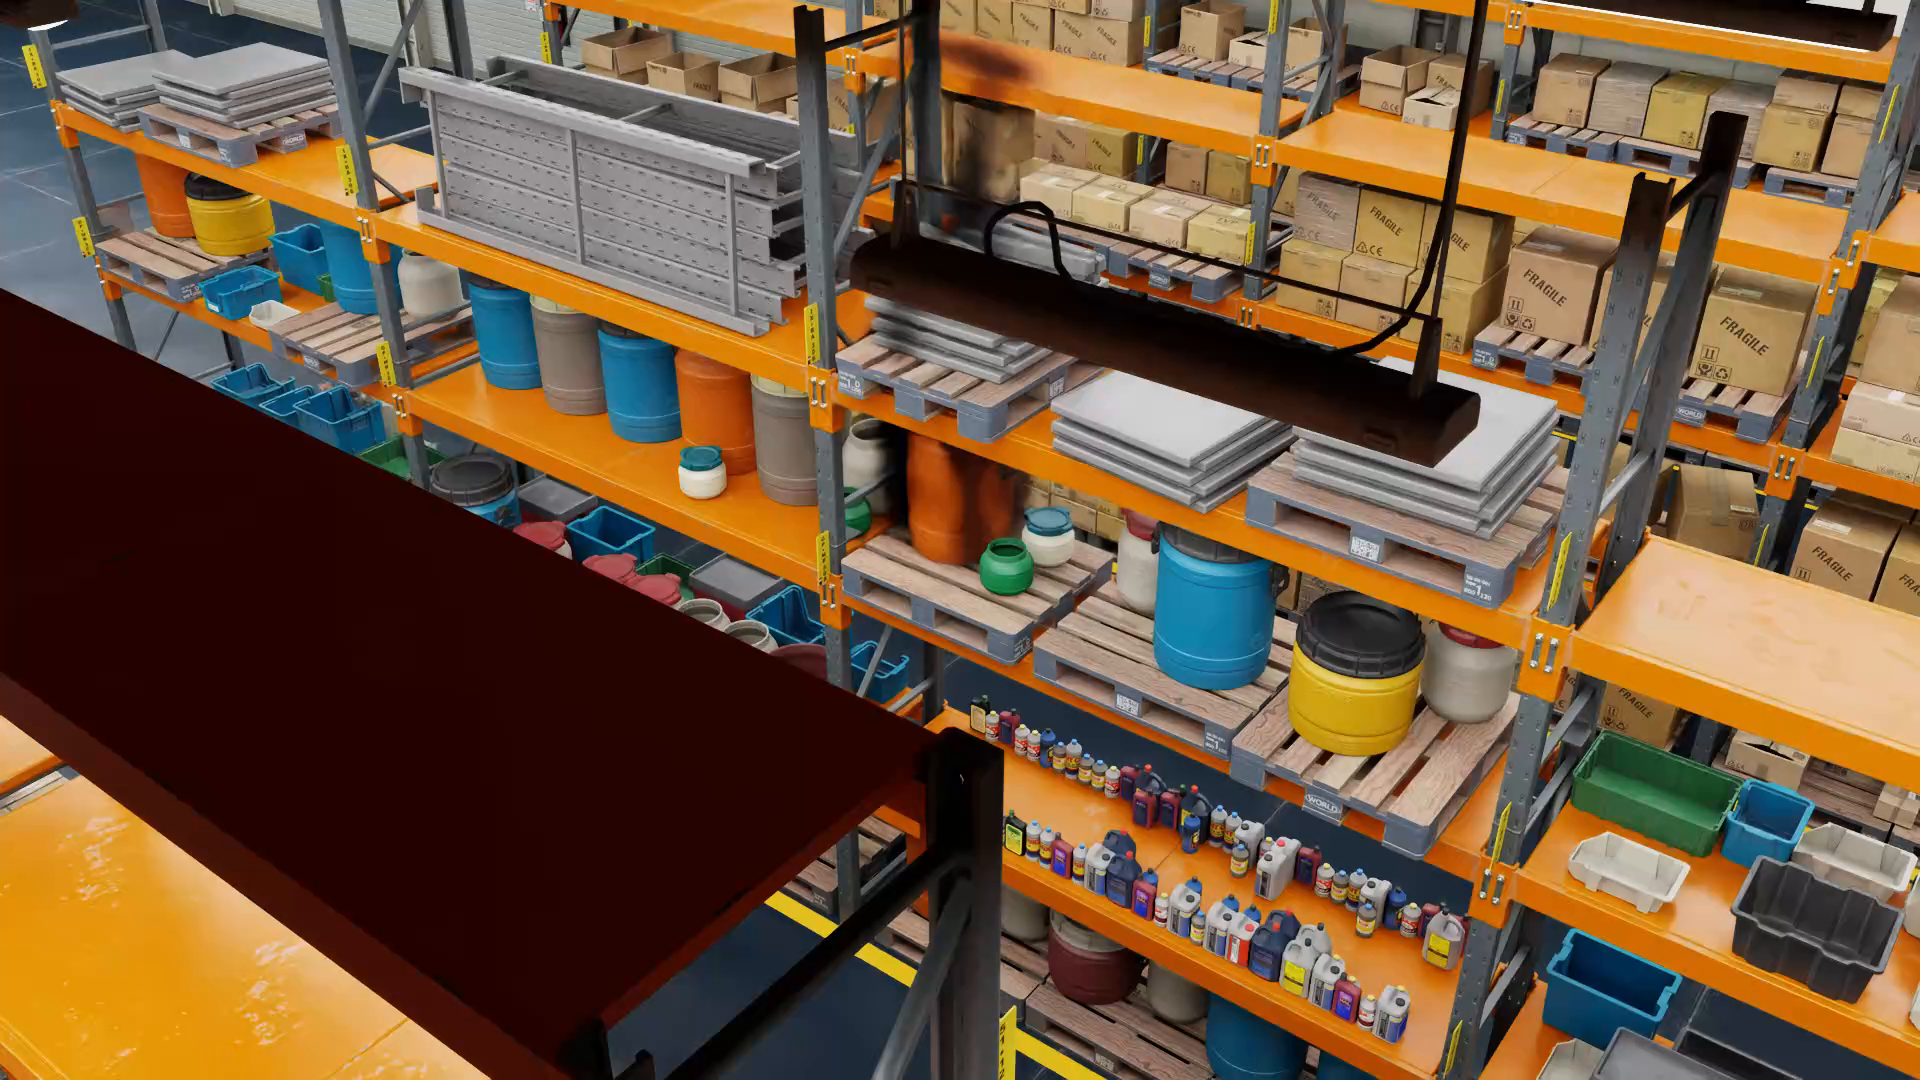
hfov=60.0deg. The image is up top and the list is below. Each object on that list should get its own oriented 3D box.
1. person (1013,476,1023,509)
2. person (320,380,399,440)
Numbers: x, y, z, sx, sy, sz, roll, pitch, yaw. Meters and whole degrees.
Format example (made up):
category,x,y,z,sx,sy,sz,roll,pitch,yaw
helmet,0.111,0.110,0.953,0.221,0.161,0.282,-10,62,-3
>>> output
category,x,y,z,sx,sy,sz,roll,pitch,yaw
person,0.233,0.086,13.488,0.906,1.794,0.728,12,33,18
person,-5.585,-1.307,15.892,0.935,1.572,0.698,3,32,4
